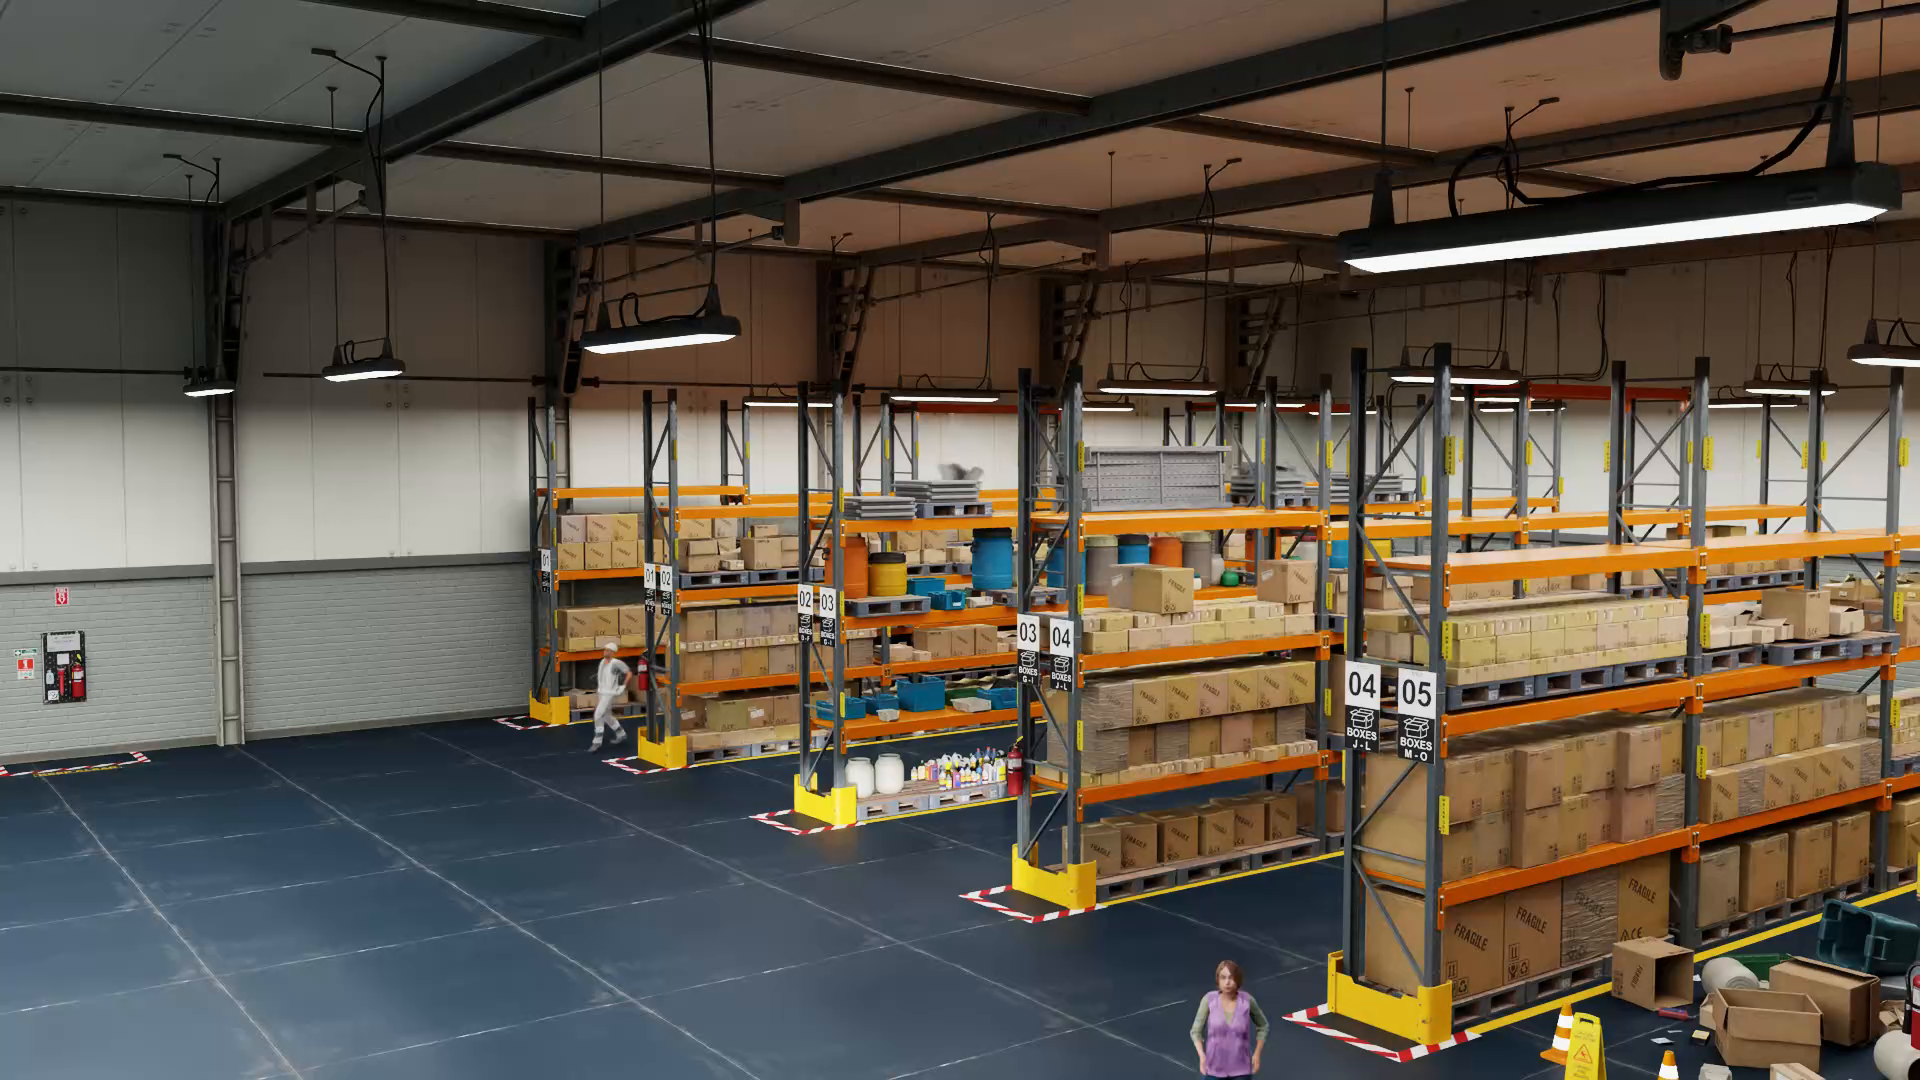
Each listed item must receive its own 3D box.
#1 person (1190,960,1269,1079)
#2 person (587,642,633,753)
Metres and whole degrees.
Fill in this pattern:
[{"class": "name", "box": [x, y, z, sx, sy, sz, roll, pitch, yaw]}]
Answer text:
[{"class": "person", "box": [1.884, 3.707, 11.629, 0.548, 1.574, 0.730, 1, 3, 9]}, {"class": "person", "box": [-5.926, 2.623, 27.886, 0.829, 1.809, 0.728, -3, 5, -45]}]
